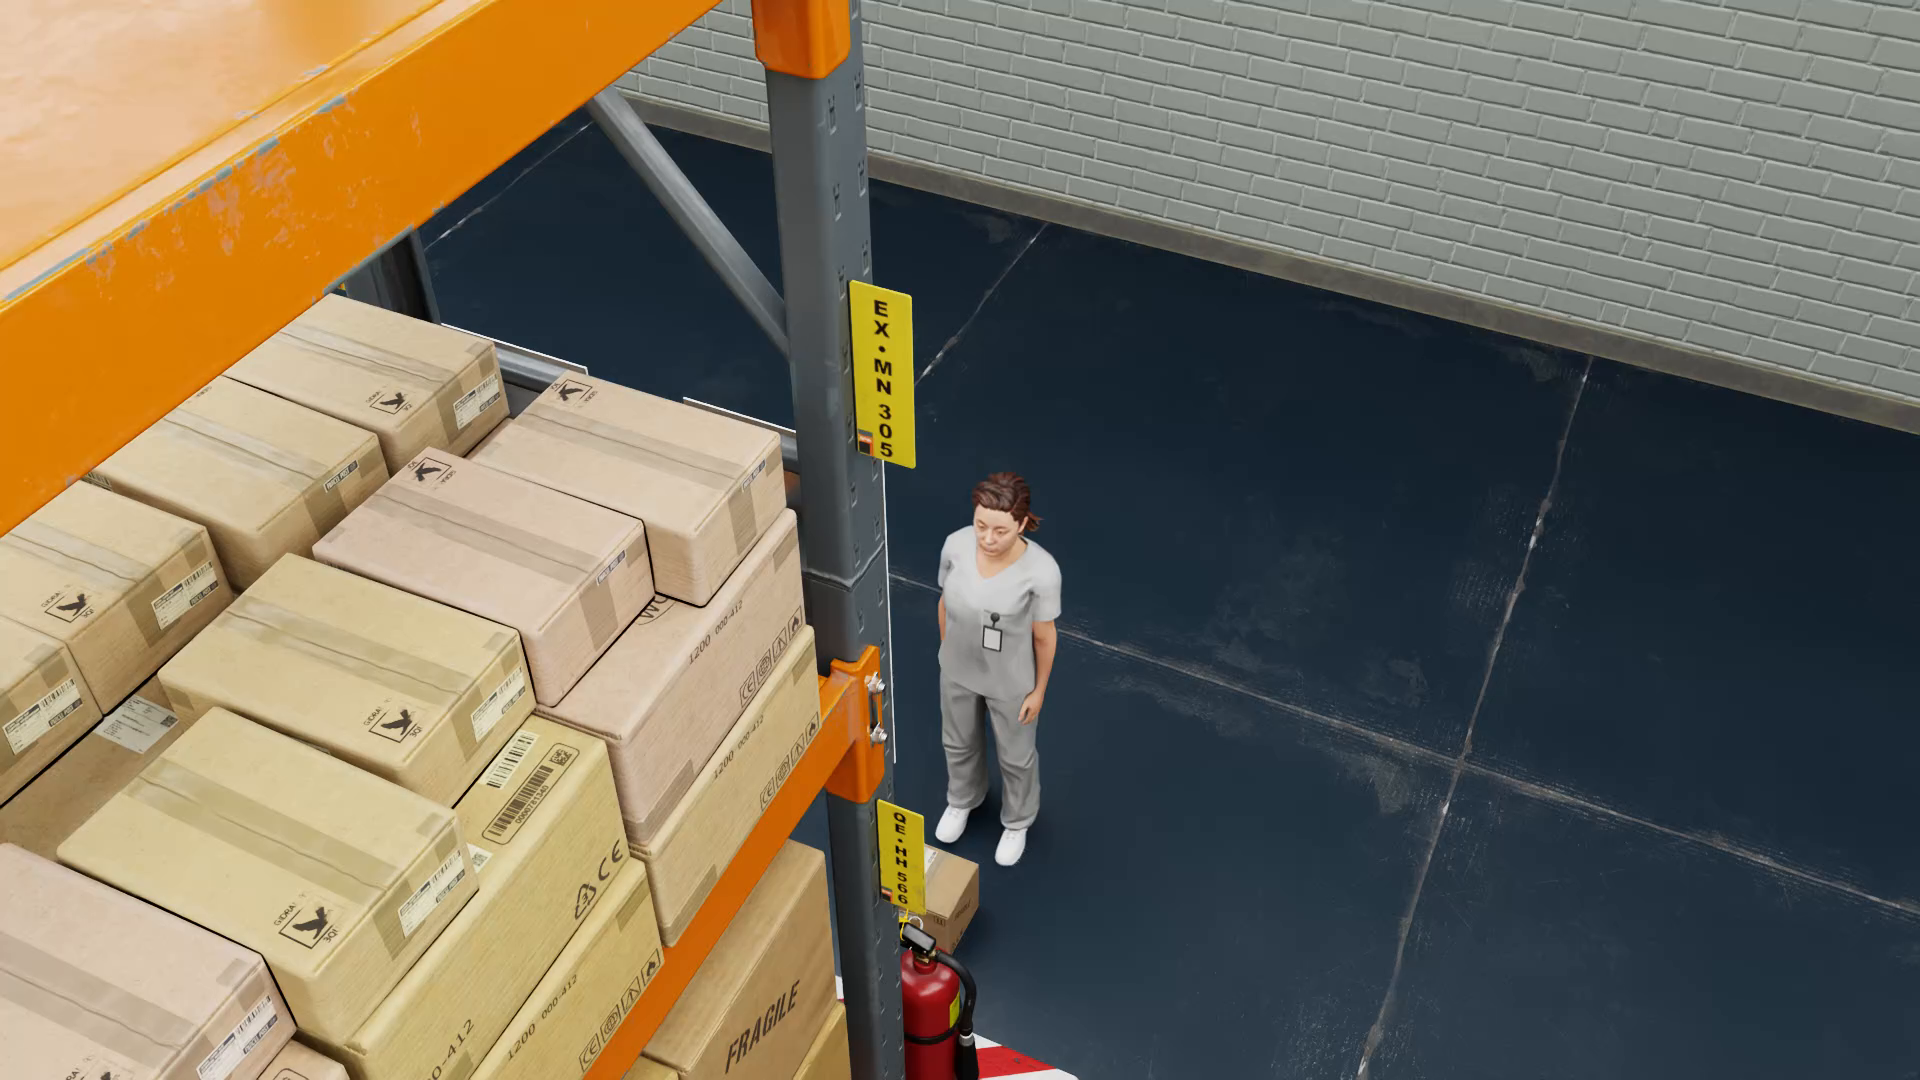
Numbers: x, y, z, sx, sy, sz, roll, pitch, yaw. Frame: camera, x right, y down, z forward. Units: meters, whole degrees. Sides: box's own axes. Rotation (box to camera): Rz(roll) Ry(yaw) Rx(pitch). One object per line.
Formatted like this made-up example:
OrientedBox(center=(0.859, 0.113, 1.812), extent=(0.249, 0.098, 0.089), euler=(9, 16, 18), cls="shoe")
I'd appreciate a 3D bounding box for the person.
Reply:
OrientedBox(center=(0.120, 0.445, 5.679), extent=(0.437, 1.677, 0.359), euler=(19, 45, 19), cls="person")
